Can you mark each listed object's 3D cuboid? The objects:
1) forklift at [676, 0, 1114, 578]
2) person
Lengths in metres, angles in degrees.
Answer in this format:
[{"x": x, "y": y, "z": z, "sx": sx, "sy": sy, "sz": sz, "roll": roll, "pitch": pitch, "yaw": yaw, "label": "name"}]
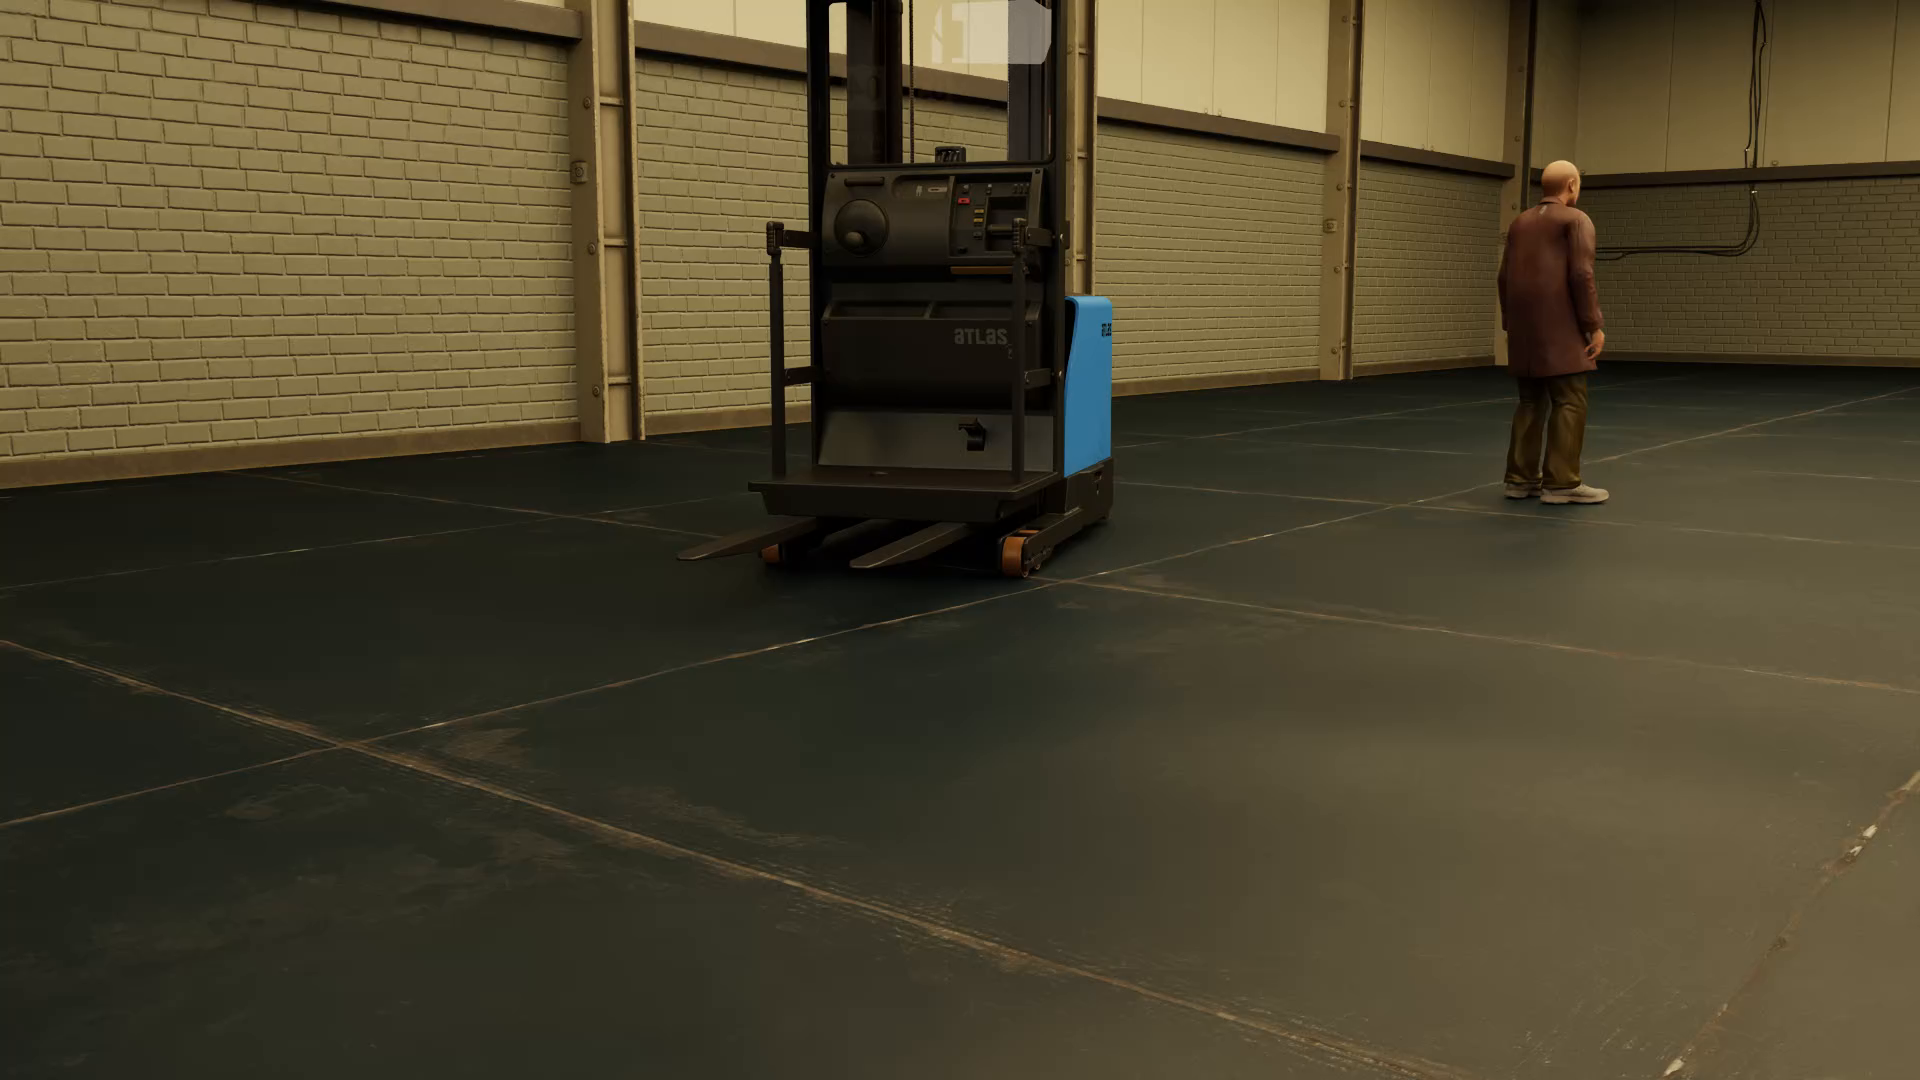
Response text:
[{"x": -0.176, "y": -1.366, "z": 6.616, "sx": 1.130, "sy": 2.935, "sz": 3.031, "roll": 3, "pitch": 9, "yaw": 17, "label": "forklift"}, {"x": 3.110, "y": -1.097, "z": 8.771, "sx": 0.424, "sy": 1.774, "sz": 0.656, "roll": -4, "pitch": 9, "yaw": -26, "label": "person"}]
